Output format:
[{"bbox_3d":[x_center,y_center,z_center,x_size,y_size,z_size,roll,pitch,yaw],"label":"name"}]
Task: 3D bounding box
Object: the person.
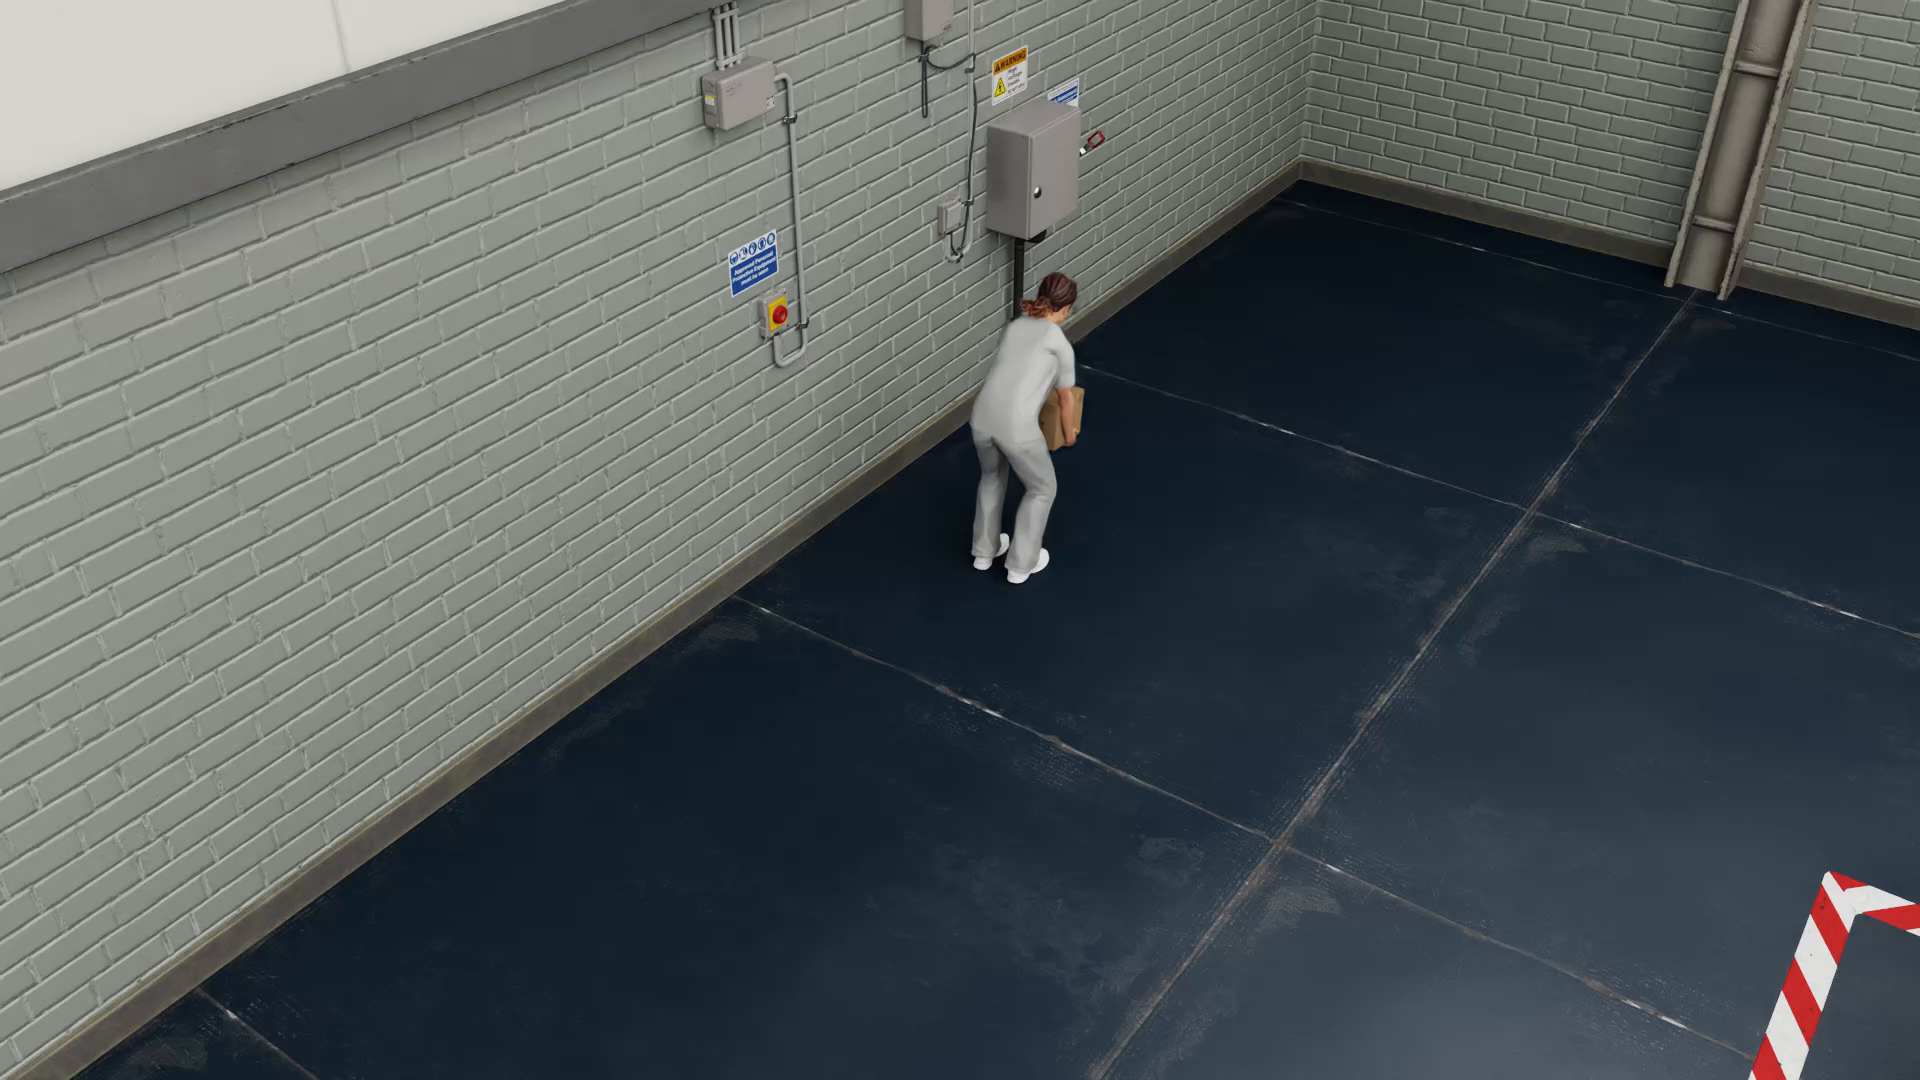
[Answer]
[{"bbox_3d":[0.336,-0.548,8.143,0.415,1.446,0.723,21,40,27],"label":"person"}]
